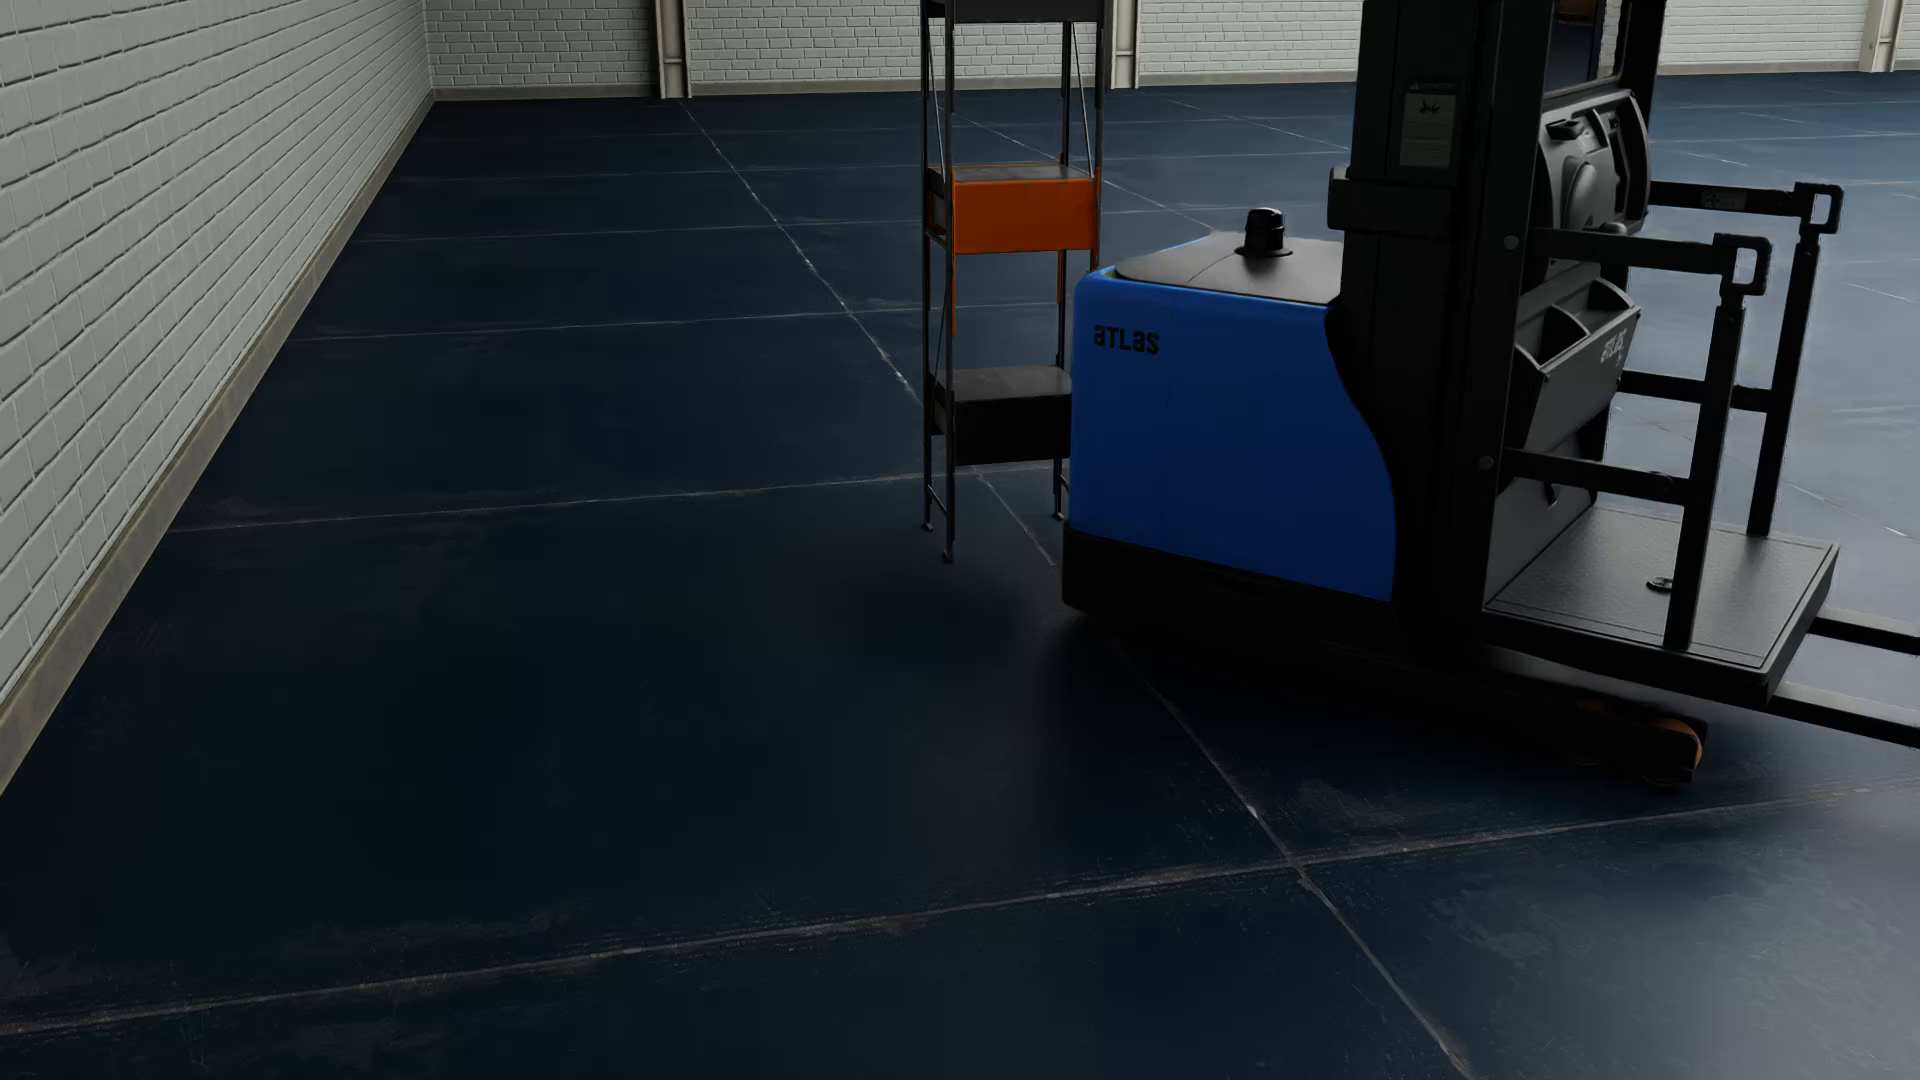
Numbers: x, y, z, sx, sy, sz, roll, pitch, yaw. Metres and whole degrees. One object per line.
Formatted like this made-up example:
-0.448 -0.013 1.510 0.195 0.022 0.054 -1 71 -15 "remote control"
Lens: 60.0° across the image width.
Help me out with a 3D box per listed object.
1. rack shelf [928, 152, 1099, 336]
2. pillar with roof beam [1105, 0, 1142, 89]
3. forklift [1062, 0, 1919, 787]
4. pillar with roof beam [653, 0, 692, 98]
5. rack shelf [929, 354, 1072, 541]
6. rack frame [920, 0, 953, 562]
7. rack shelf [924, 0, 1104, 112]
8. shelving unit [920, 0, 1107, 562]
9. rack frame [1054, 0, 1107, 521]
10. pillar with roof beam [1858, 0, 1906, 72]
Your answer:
0.161 -0.986 5.494 0.480 0.518 0.431 -5 21 -12 "rack shelf"
3.182 -8.941 17.140 0.400 9.000 9.100 -5 21 -12 "pillar with roof beam"
1.814 -0.970 4.202 3.031 2.935 1.130 13 24 32 "forklift"
-2.657 -8.466 15.844 0.400 9.000 9.100 -5 21 -12 "pillar with roof beam"
0.161 -0.329 5.735 0.480 0.518 0.431 -5 21 -12 "rack shelf"
-0.076 -0.980 5.436 0.015 2.100 0.400 -5 21 -12 "rack frame"
0.161 -1.644 5.253 0.480 0.518 0.431 -5 21 -12 "rack shelf"
0.161 -0.999 5.489 0.503 2.100 0.431 -5 21 -12 "shelving unit"
0.399 -1.018 5.542 0.015 2.100 0.400 -5 21 -12 "rack frame"
14.860 -9.891 19.733 0.400 9.000 9.100 -5 21 -12 "pillar with roof beam"
